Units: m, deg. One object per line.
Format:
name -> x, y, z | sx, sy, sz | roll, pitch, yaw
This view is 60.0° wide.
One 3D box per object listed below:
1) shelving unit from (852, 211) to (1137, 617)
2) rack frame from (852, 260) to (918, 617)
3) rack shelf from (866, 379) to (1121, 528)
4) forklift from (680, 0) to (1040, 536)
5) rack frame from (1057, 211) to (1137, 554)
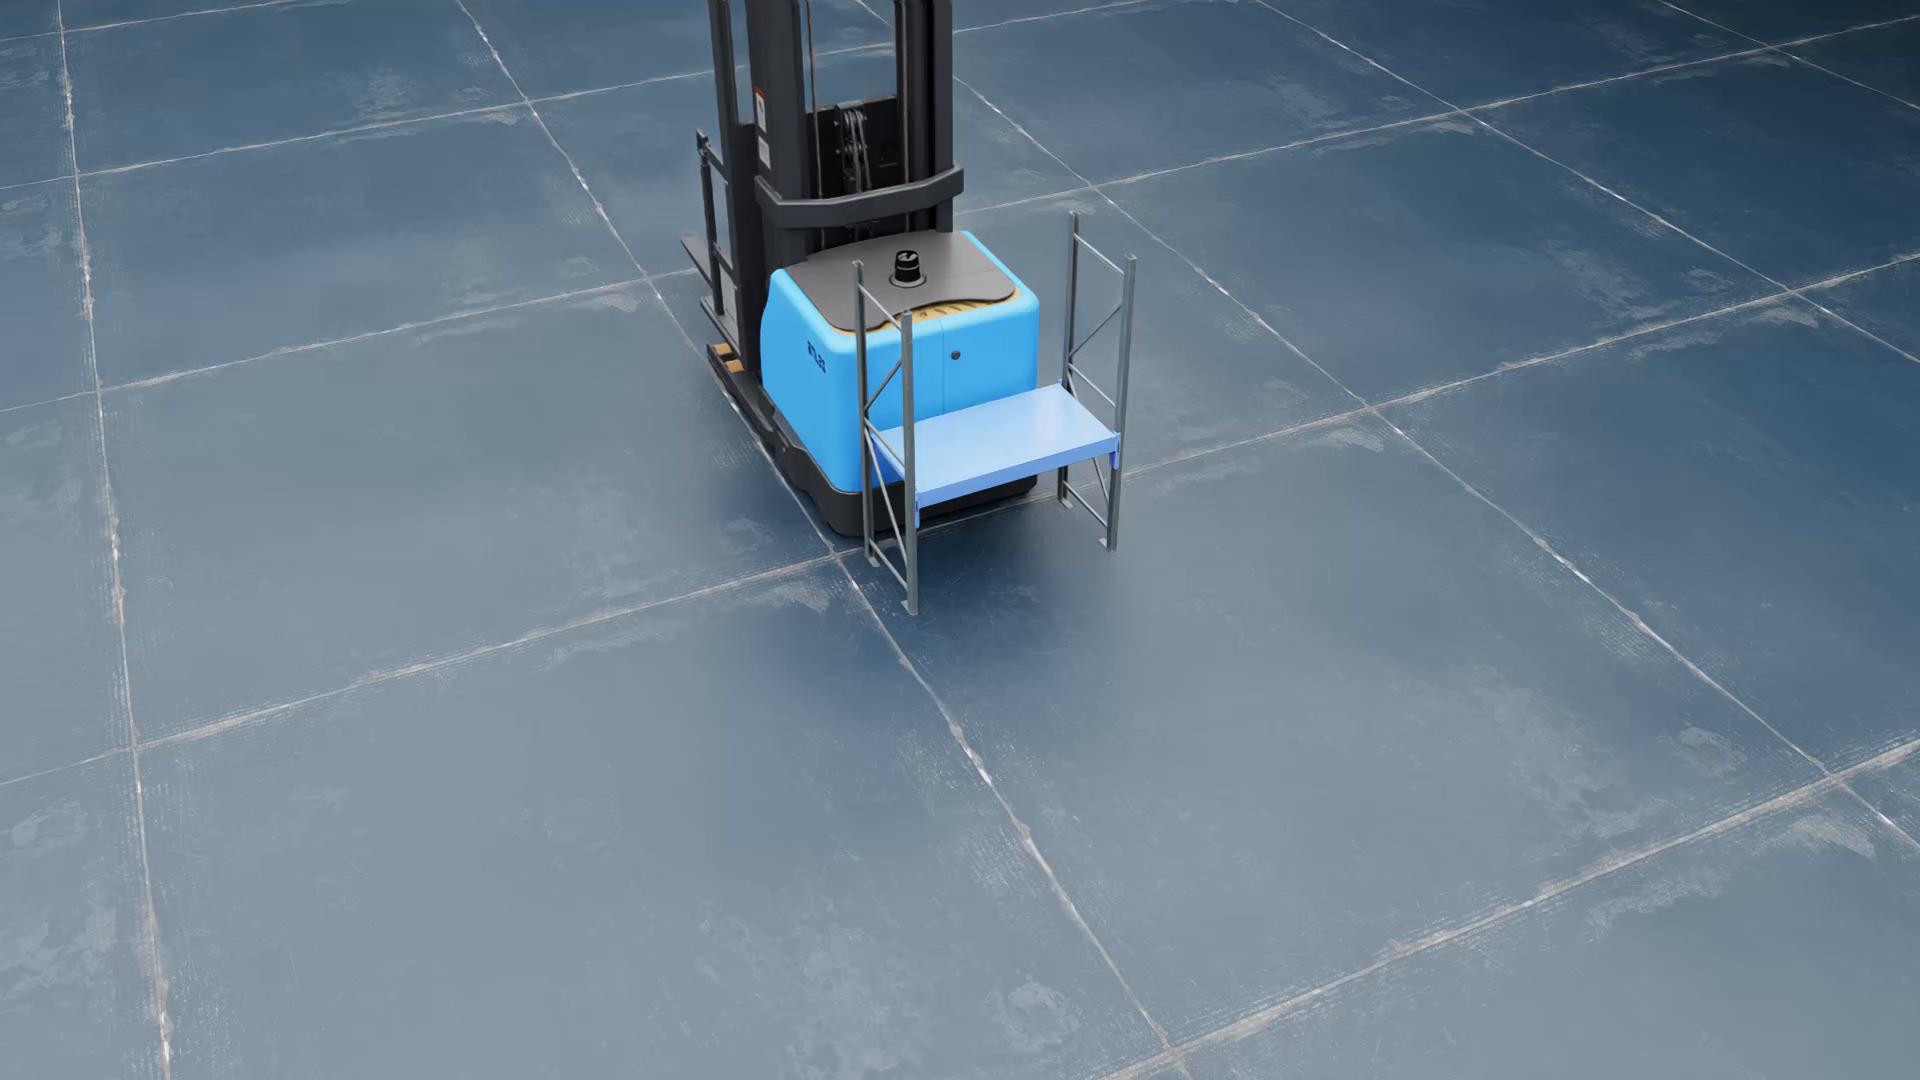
shelving unit -> 0.142, -0.538, 7.217 | 1.048, 1.500, 0.538 | -17, 40, -21
rack frame -> -0.311, -0.400, 7.031 | 0.032, 1.500, 0.500 | -17, 40, -21
rack shelf -> 0.142, -0.394, 7.324 | 1.000, 0.185, 0.538 | -17, 40, -21
forklift -> -0.706, -2.064, 8.072 | 1.130, 2.935, 3.031 | -15, 39, -20
rack frame -> 0.594, -0.676, 7.402 | 0.032, 1.500, 0.500 | -17, 40, -21
